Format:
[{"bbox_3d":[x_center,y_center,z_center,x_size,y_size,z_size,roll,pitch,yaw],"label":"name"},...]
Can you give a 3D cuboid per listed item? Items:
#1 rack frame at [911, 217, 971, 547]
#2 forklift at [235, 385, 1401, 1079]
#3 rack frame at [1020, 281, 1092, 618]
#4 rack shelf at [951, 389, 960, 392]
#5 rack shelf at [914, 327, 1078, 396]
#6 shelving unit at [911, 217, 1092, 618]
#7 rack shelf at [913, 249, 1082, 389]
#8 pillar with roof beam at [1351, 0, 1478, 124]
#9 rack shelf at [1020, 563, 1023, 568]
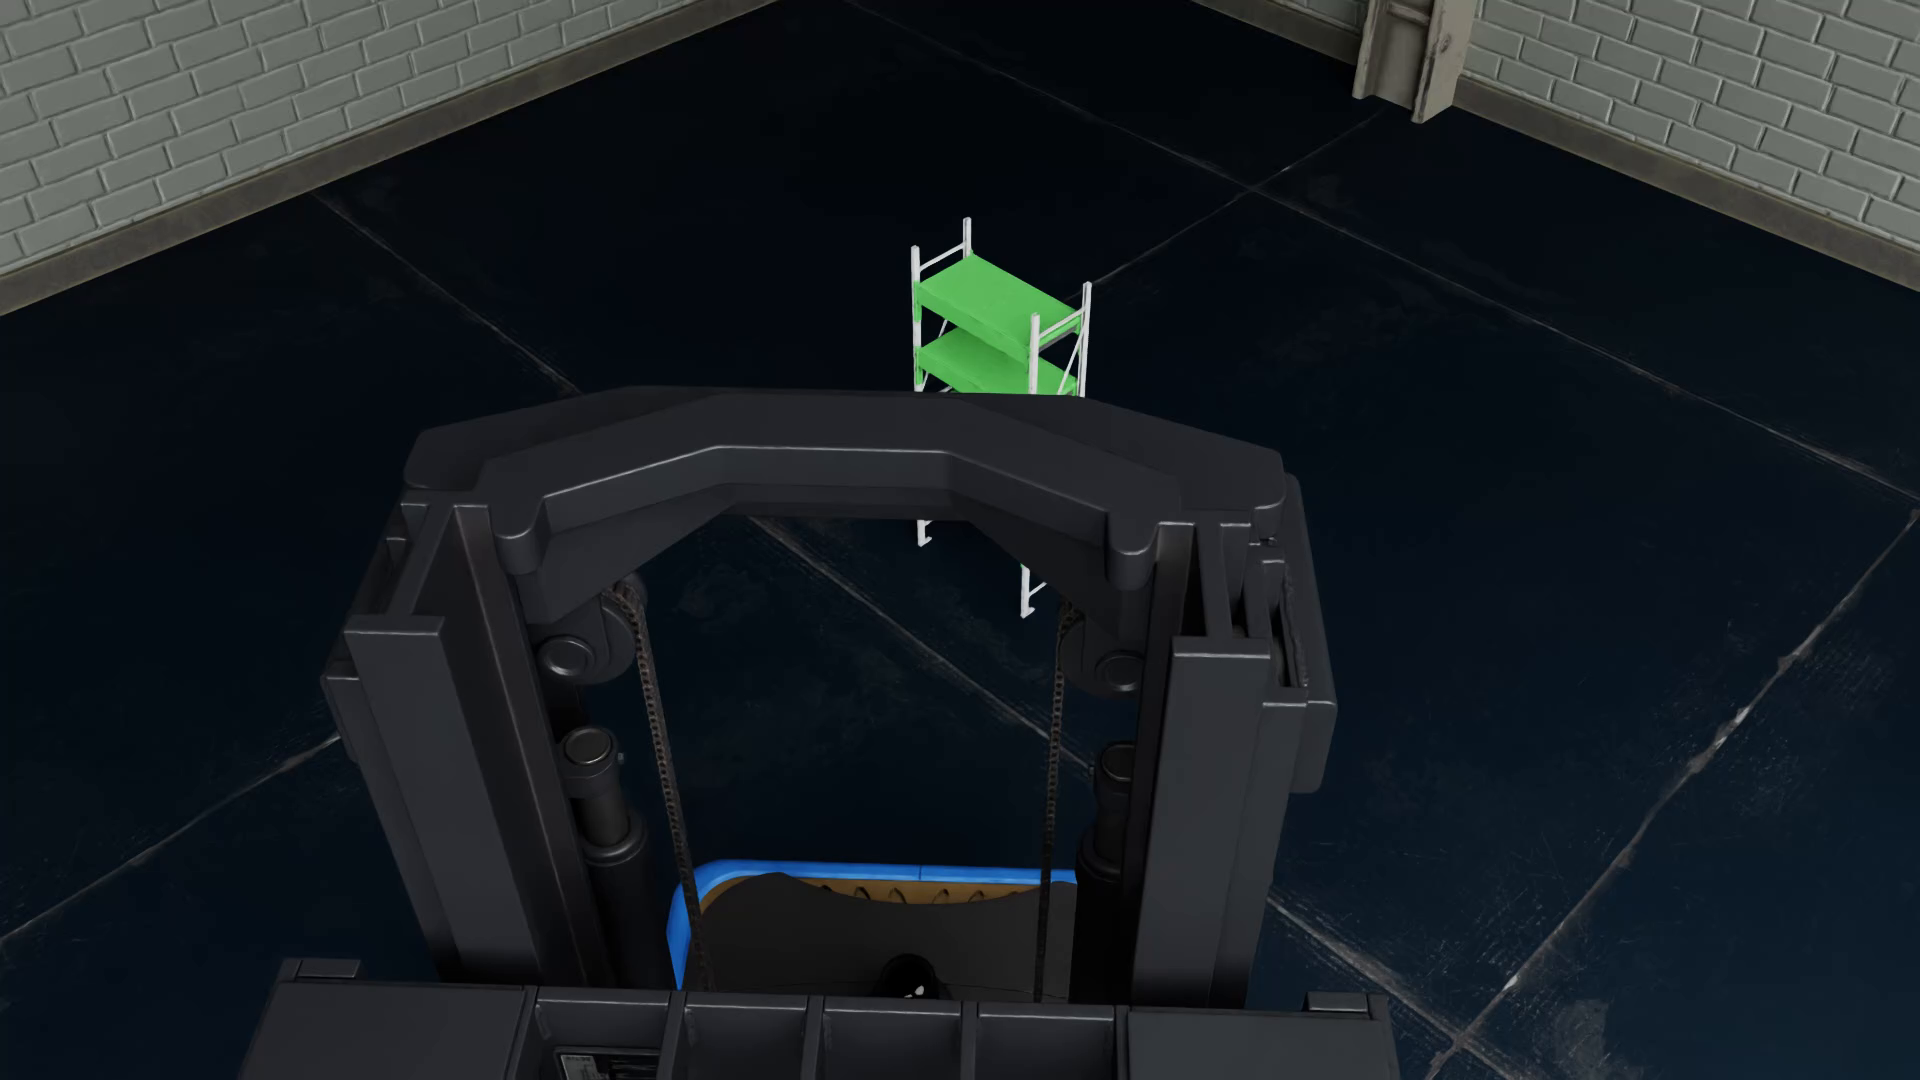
[{"bbox_3d":[-0.055,-0.478,5.384,0.240,1.200,0.015,-34,53,-31],"label":"rack frame"},{"bbox_3d":[-0.139,1.386,2.091,1.130,2.935,3.031,1,43,2],"label":"forklift"},{"bbox_3d":[0.289,-0.244,5.130,0.240,1.200,0.015,-34,53,-31],"label":"rack frame"},{"bbox_3d":[0.117,-0.314,5.300,0.258,0.148,0.480,-34,53,-31],"label":"rack shelf"},{"bbox_3d":[0.117,-0.490,5.137,0.258,0.148,0.480,-34,53,-31],"label":"rack shelf"},{"bbox_3d":[0.117,-0.361,5.257,0.258,1.200,0.503,-34,53,-31],"label":"shelving unit"},{"bbox_3d":[0.117,-0.667,4.974,0.258,0.148,0.480,-34,53,-31],"label":"rack shelf"},{"bbox_3d":[-0.900,-3.380,2.777,9.100,9.000,0.400,-34,53,-31],"label":"pillar with roof beam"},{"bbox_3d":[0.117,-0.138,5.463,0.258,0.148,0.480,-34,53,-31],"label":"rack shelf"}]
